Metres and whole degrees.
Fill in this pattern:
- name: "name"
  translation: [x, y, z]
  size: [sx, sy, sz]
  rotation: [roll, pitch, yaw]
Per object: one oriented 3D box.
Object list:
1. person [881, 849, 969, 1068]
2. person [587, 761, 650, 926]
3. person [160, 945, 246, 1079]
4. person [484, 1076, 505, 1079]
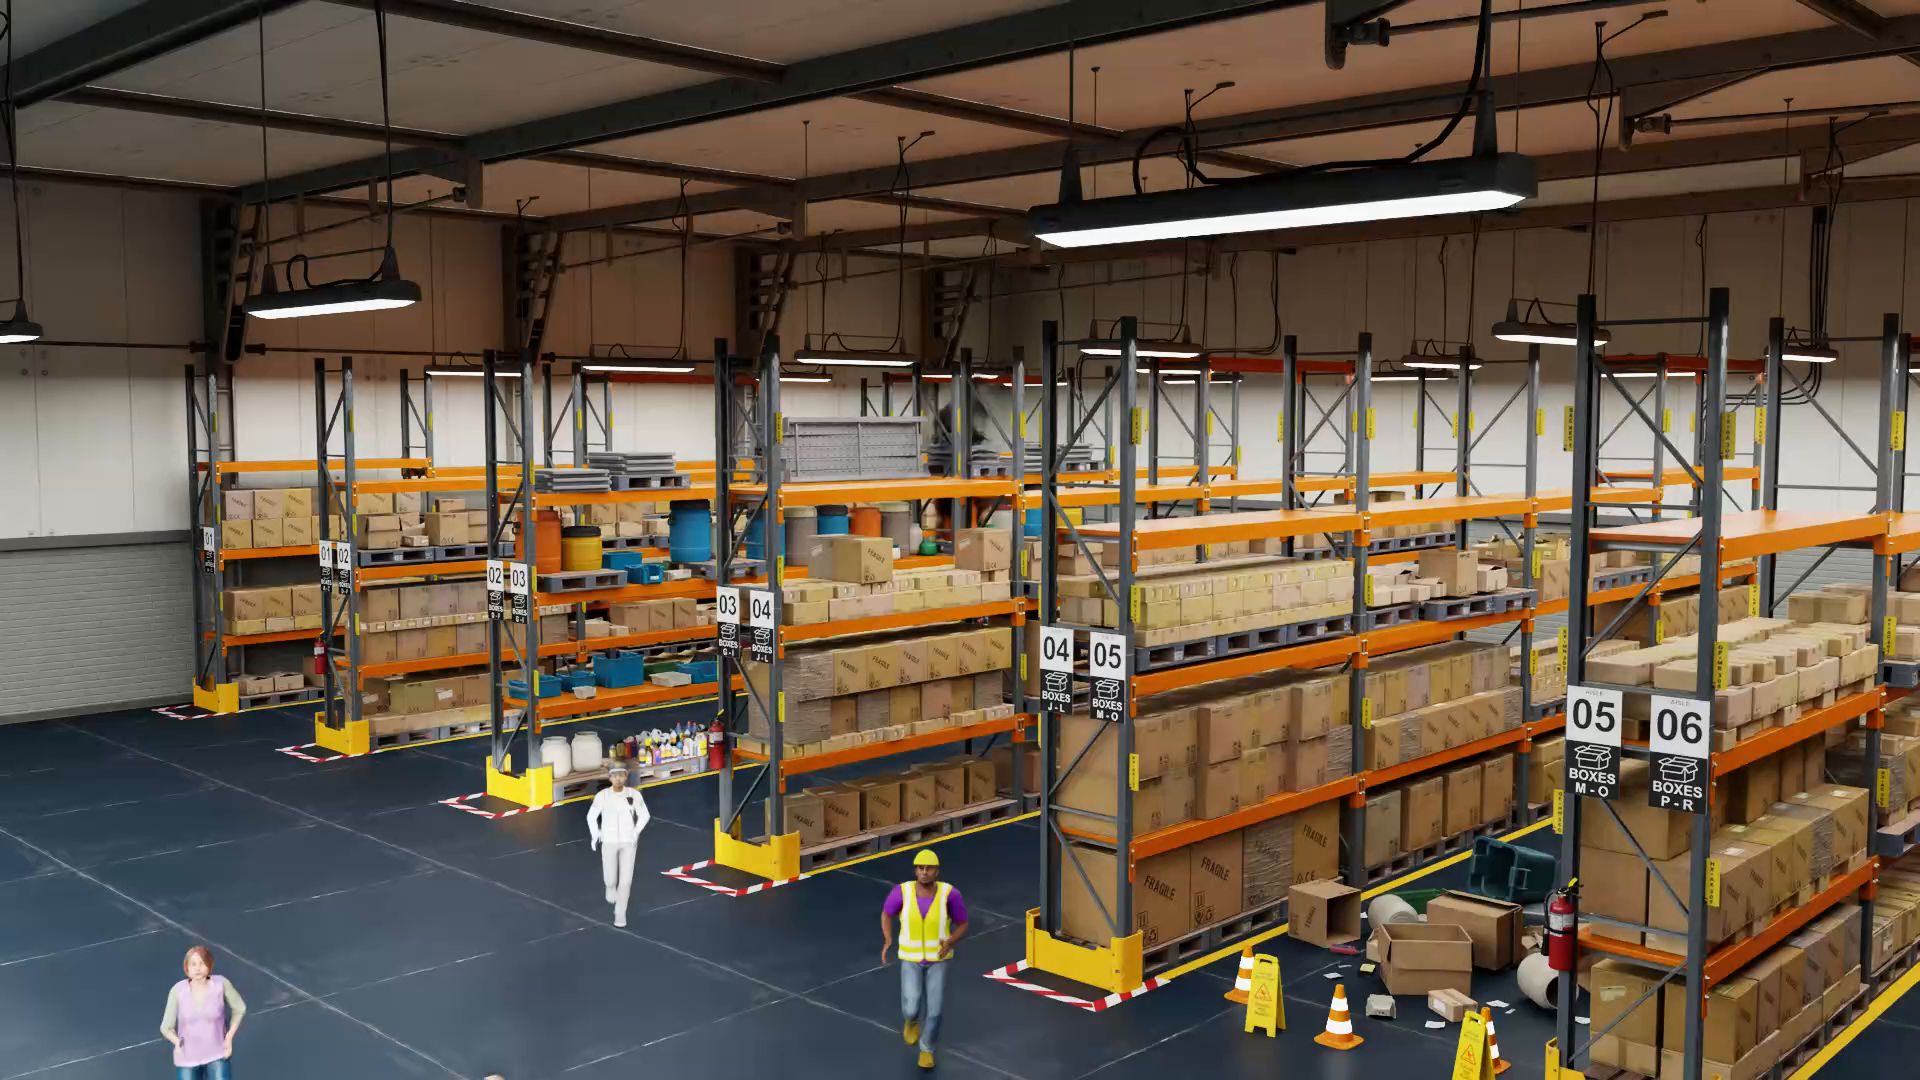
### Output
- name: "person"
  translation: [-0.282, 3.272, 13.105]
  size: [0.701, 1.662, 0.537]
  rotation: [0, 4, 1]
- name: "person"
  translation: [-3.464, 3.053, 16.894]
  size: [0.627, 1.657, 0.559]
  rotation: [-1, 4, -12]
- name: "person"
  translation: [-5.107, 3.523, 11.222]
  size: [0.526, 1.552, 0.536]
  rotation: [-2, 5, -21]
- name: "person"
  translation: [-2.417, 3.587, 8.638]
  size: [0.726, 1.670, 0.760]
  rotation: [-1, 5, -17]
